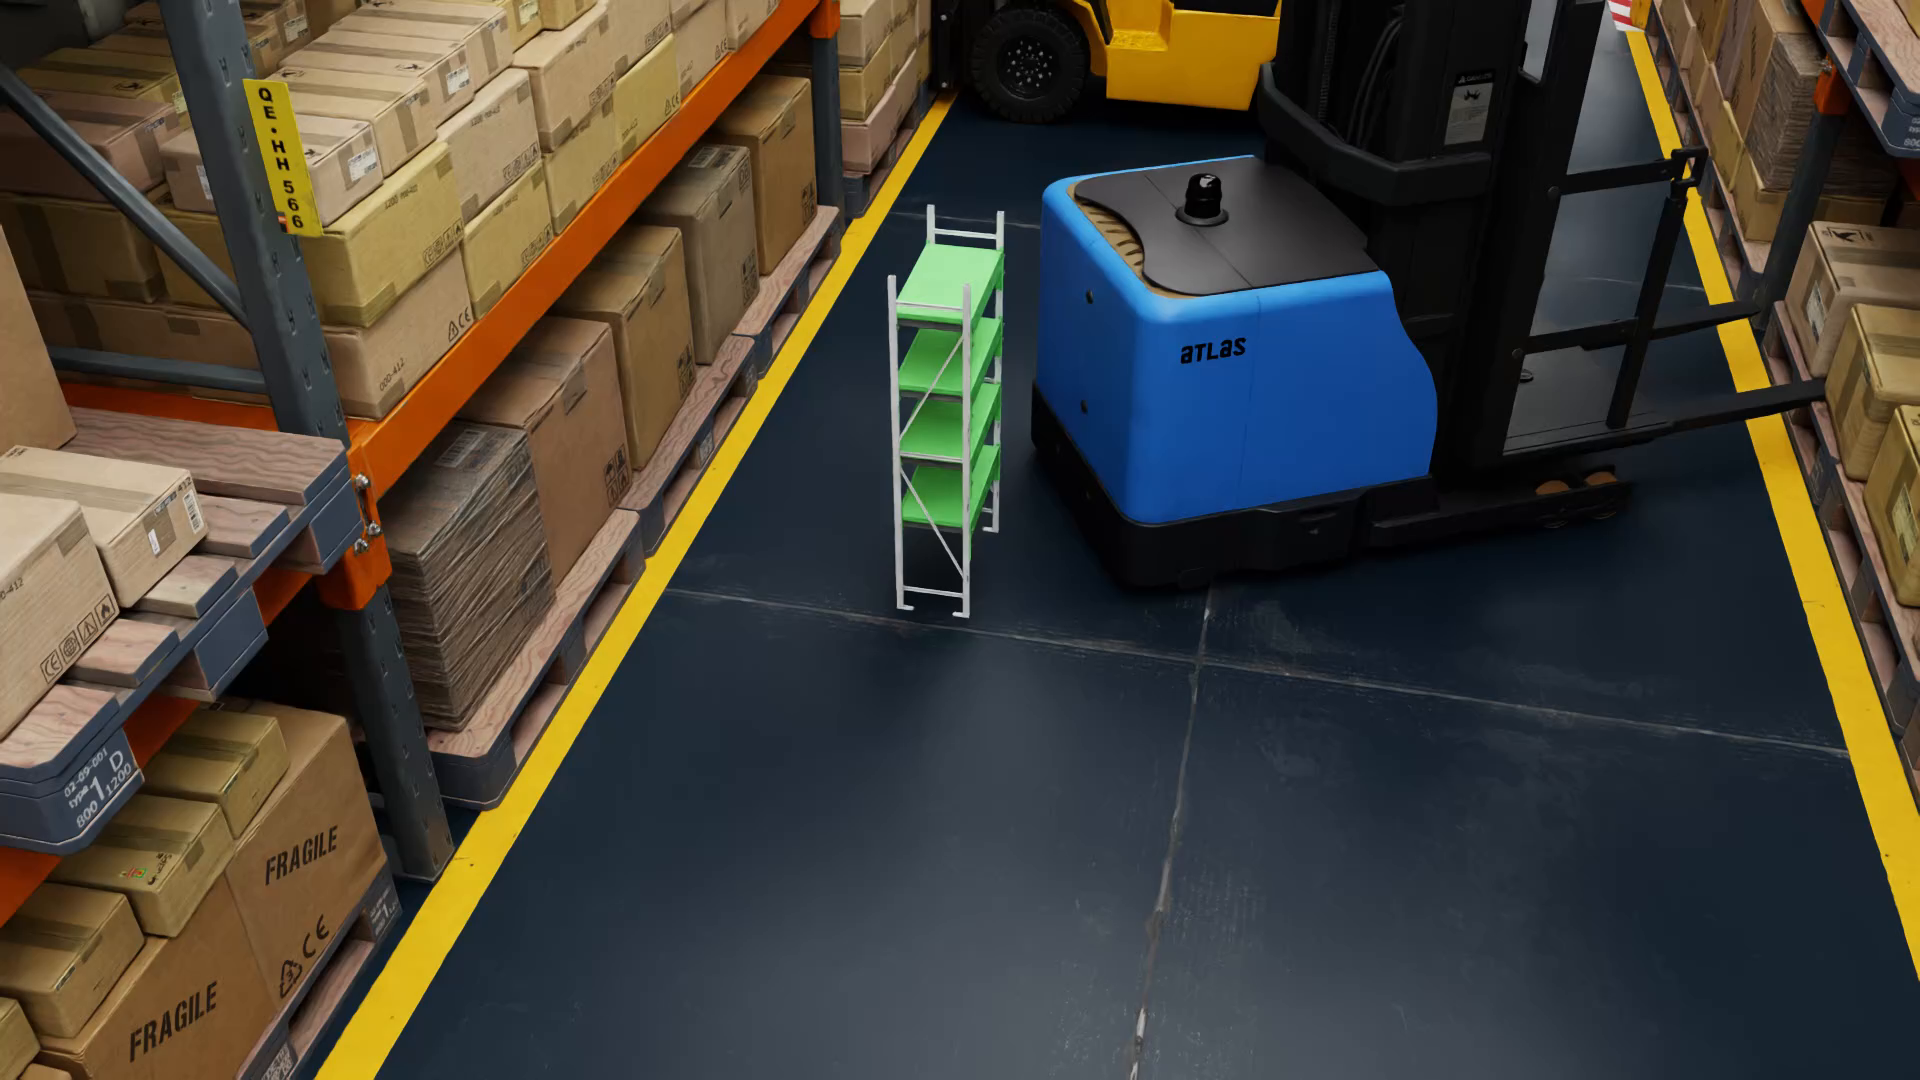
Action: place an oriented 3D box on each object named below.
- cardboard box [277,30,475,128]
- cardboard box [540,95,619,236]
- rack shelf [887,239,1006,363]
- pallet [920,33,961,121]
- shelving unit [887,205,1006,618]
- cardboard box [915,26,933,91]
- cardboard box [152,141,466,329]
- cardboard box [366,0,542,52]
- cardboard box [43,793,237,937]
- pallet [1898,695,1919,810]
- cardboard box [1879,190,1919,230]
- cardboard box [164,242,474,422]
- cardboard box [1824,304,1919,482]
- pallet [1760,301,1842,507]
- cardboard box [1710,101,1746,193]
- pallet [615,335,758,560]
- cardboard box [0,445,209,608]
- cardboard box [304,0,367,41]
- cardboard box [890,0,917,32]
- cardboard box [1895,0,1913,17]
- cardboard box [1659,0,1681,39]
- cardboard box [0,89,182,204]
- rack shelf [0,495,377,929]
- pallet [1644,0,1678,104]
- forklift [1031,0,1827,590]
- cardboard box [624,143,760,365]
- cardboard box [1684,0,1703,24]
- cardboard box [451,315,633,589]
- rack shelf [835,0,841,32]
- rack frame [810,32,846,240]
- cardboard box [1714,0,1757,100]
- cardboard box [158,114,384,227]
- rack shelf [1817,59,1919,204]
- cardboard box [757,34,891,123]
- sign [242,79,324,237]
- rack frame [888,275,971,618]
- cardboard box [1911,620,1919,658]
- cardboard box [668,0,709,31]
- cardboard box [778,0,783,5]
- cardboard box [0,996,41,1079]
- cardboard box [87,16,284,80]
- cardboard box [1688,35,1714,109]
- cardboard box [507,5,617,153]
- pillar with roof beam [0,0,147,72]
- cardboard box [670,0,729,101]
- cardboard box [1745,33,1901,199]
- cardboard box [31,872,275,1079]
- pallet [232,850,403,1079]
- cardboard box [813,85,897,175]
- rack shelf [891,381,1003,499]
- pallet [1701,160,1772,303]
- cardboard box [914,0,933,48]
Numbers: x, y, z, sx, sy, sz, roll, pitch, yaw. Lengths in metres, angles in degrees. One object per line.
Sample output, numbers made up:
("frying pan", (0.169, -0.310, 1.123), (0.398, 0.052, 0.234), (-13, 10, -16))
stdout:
("cardboard box", (-1.444, -1.138, 4.127), (0.380, 0.149, 0.250), (8, 37, 11))
("cardboard box", (-1.337, -1.133, 4.884), (0.500, 0.250, 0.500), (6, 36, 8))
("rack shelf", (-0.035, -0.728, 5.023), (0.258, 0.148, 0.480), (7, 37, 10))
("pallet", (-0.562, -2.702, 9.298), (1.003, 0.211, 1.213), (7, 37, 10))
("shelving unit", (-0.035, -0.391, 5.267), (0.258, 1.200, 0.503), (7, 37, 10))
("cardboard box", (-0.417, -2.561, 8.713), (0.500, 0.250, 0.500), (8, 37, 11))
("cardboard box", (-1.528, -0.748, 3.928), (0.500, 0.250, 0.500), (7, 37, 10))
("cardboard box", (-1.376, -1.438, 4.539), (0.380, 0.149, 0.250), (8, 37, 10))
("cardboard box", (-1.772, 0.669, 3.490), (0.380, 0.149, 0.250), (6, 36, 8))
("pallet", (3.133, 0.916, 4.307), (1.003, 0.211, 1.213), (7, 37, 10))
("cardboard box", (4.208, -1.420, 7.138), (0.500, 0.250, 0.500), (6, 36, 8))
("cardboard box", (-1.552, -0.549, 4.079), (0.500, 0.250, 0.500), (7, 37, 10))
("cardboard box", (3.559, -0.451, 5.698), (0.950, 0.372, 0.625), (10, 37, 13))
("pallet", (3.654, -0.483, 6.237), (1.003, 0.211, 1.213), (7, 37, 10))
("cardboard box", (3.786, -1.795, 7.655), (0.500, 0.250, 0.500), (6, 36, 9))
("pallet", (-1.409, -0.421, 6.151), (1.003, 0.211, 1.213), (7, 37, 10))
("cardboard box", (-1.651, -0.029, 3.091), (0.380, 0.149, 0.250), (8, 37, 11))
("cardboard box", (-1.836, -1.495, 4.619), (0.380, 0.149, 0.250), (7, 37, 10))
("cardboard box", (-0.502, -2.670, 8.011), (0.500, 0.250, 0.500), (7, 37, 10))
("cardboard box", (3.392, -1.850, 5.602), (0.380, 0.149, 0.250), (8, 37, 11))
("cardboard box", (4.231, -2.981, 9.292), (0.500, 0.250, 0.500), (7, 37, 10))
("cardboard box", (-2.014, -0.901, 3.799), (0.380, 0.149, 0.250), (8, 37, 11))
("rack shelf", (-2.313, 1.052, 2.355), (1.077, 0.370, 4.000), (7, 37, 10))
("pallet", (4.449, -2.718, 9.320), (1.003, 0.211, 1.213), (7, 37, 10))
("forklift", (1.837, -1.514, 5.341), (3.031, 2.935, 1.130), (-10, 37, -14))
("cardboard box", (-1.305, -1.143, 6.437), (0.875, 0.625, 0.625), (7, 37, 9))
("cardboard box", (4.119, -2.971, 8.639), (0.500, 0.500, 0.500), (6, 36, 8))
("cardboard box", (-1.607, -0.326, 5.309), (0.875, 0.625, 0.625), (8, 37, 11))
("rack shelf", (-0.604, -3.534, 8.683), (1.077, 0.370, 4.000), (7, 37, 10))
("rack frame", (-1.031, -2.679, 6.890), (1.000, 3.000, 0.127), (7, 37, 10))
("cardboard box", (3.898, -2.376, 7.819), (0.500, 0.500, 0.500), (9, 37, 12))
("cardboard box", (-1.530, -0.835, 3.707), (0.380, 0.149, 0.250), (8, 37, 11))
("rack shelf", (3.391, -0.621, 4.664), (1.077, 0.370, 4.000), (7, 37, 10))
("cardboard box", (-0.626, -2.177, 7.756), (0.500, 0.250, 0.500), (7, 37, 10))
("sign", (-1.354, -0.760, 3.323), (0.100, 0.325, 0.005), (7, 37, 10))
("rack frame", (-0.087, -0.251, 5.074), (0.240, 1.200, 0.015), (7, 37, 10))
("cardboard box", (3.244, 0.382, 4.549), (0.950, 0.372, 0.625), (7, 36, 9))
("cardboard box", (-1.104, -1.919, 5.543), (0.500, 0.250, 0.500), (8, 37, 11))
("cardboard box", (-0.883, -2.296, 6.490), (0.500, 0.250, 0.500), (8, 37, 11))
("cardboard box", (-1.972, 0.960, 3.089), (0.380, 0.149, 0.250), (8, 37, 11))
("cardboard box", (-1.952, -1.205, 4.219), (0.380, 0.149, 0.250), (7, 37, 10))
("cardboard box", (4.010, -2.375, 8.456), (0.500, 0.250, 0.500), (10, 37, 13))
("cardboard box", (-1.315, -1.336, 4.739), (0.500, 0.250, 0.500), (6, 36, 9))
("pillar with roof beam", (1.718, -3.135, 2.408), (9.100, 9.000, 0.400), (7, 37, 10))
("cardboard box", (-1.121, -1.727, 5.704), (0.500, 0.250, 0.500), (8, 37, 10))
("cardboard box", (3.683, -1.792, 7.013), (0.500, 0.500, 0.500), (7, 36, 9))
("cardboard box", (-1.883, 1.011, 3.571), (0.500, 0.500, 0.500), (7, 36, 9))
("pallet", (-2.082, 1.167, 3.960), (1.003, 0.211, 1.213), (7, 37, 10))
("cardboard box", (-0.605, -1.971, 7.899), (0.500, 0.250, 0.500), (8, 37, 10))
("rack shelf", (-0.035, -0.339, 5.304), (0.258, 0.148, 0.480), (7, 37, 10))
("pallet", (3.928, -1.319, 7.390), (1.003, 0.211, 1.213), (7, 37, 10))
("cardboard box", (-0.402, -2.752, 8.551), (0.500, 0.250, 0.500), (7, 37, 10))
